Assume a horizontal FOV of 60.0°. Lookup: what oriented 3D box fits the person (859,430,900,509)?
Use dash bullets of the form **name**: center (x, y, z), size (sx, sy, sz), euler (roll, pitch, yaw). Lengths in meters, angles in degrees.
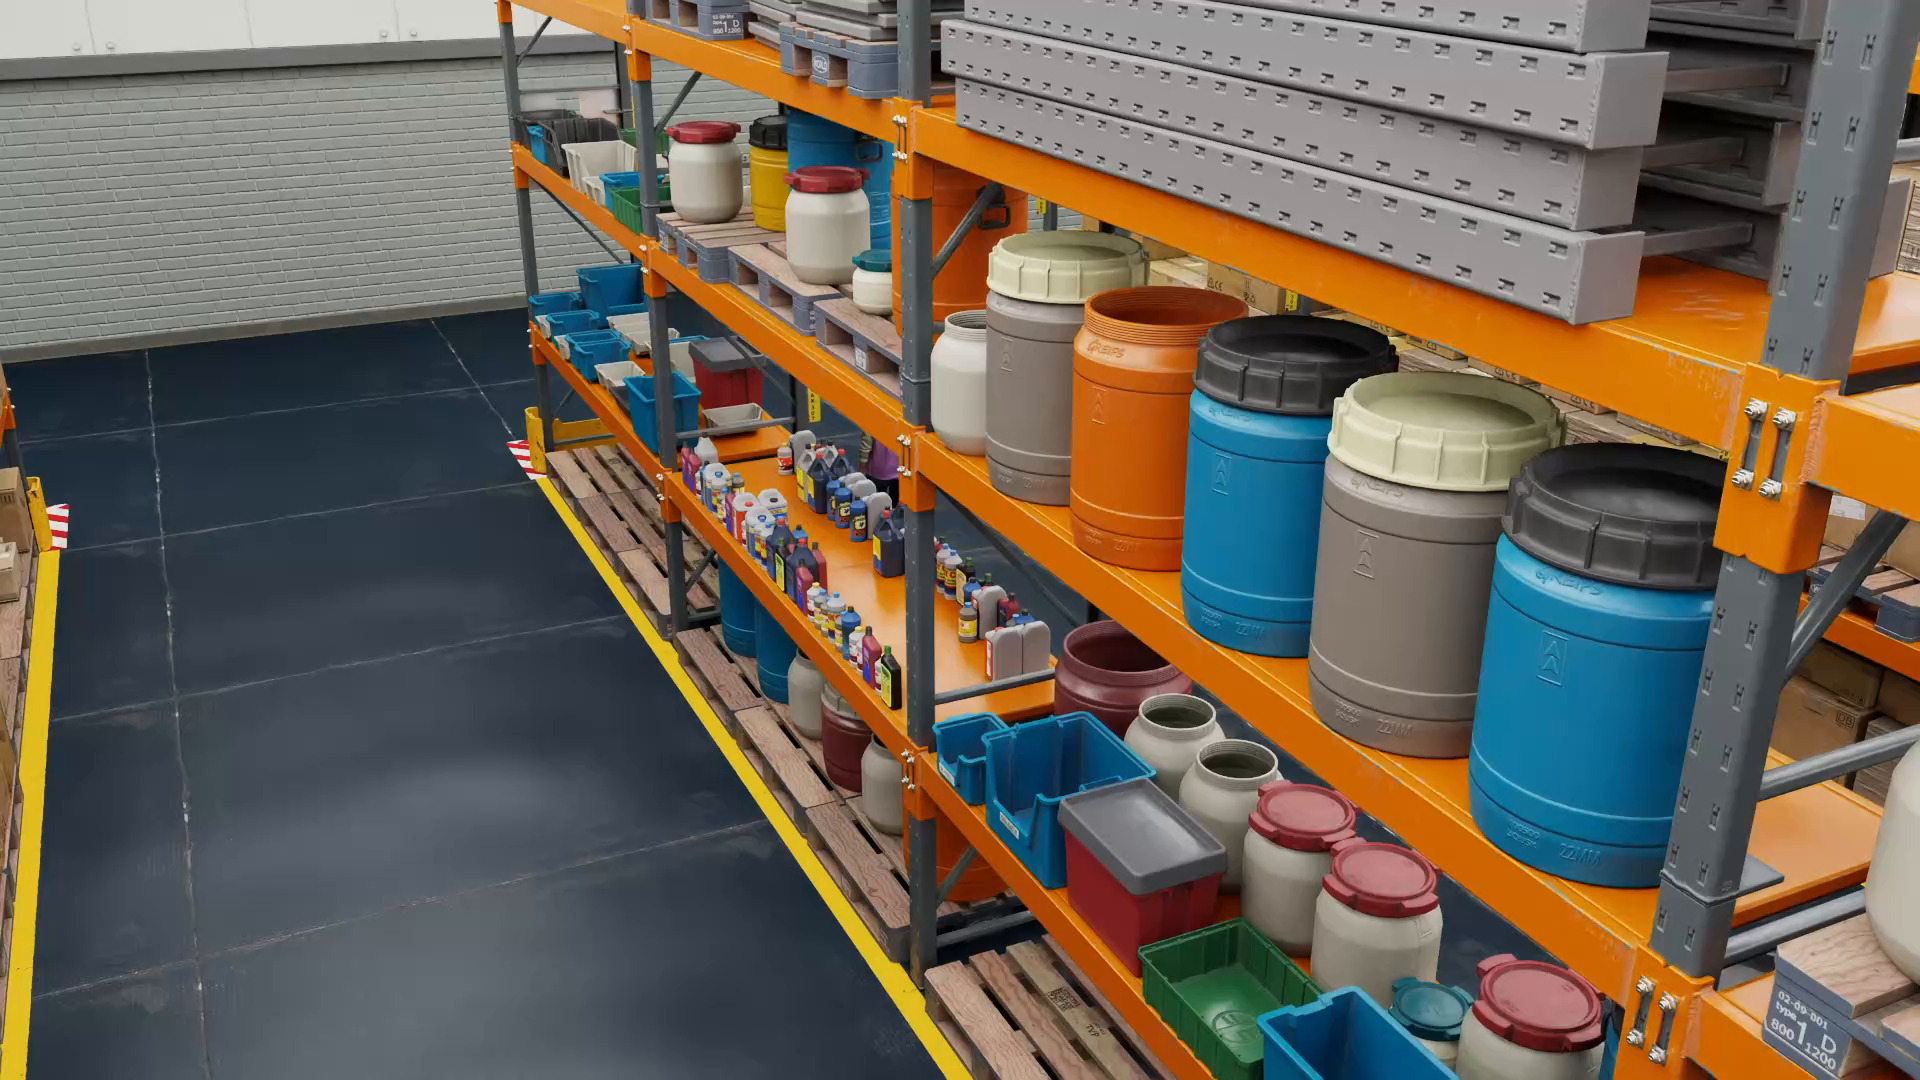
- **person**: center (-0.541, -0.509, 12.227), size (0.463, 1.593, 0.343), euler (-14, 26, -30)
